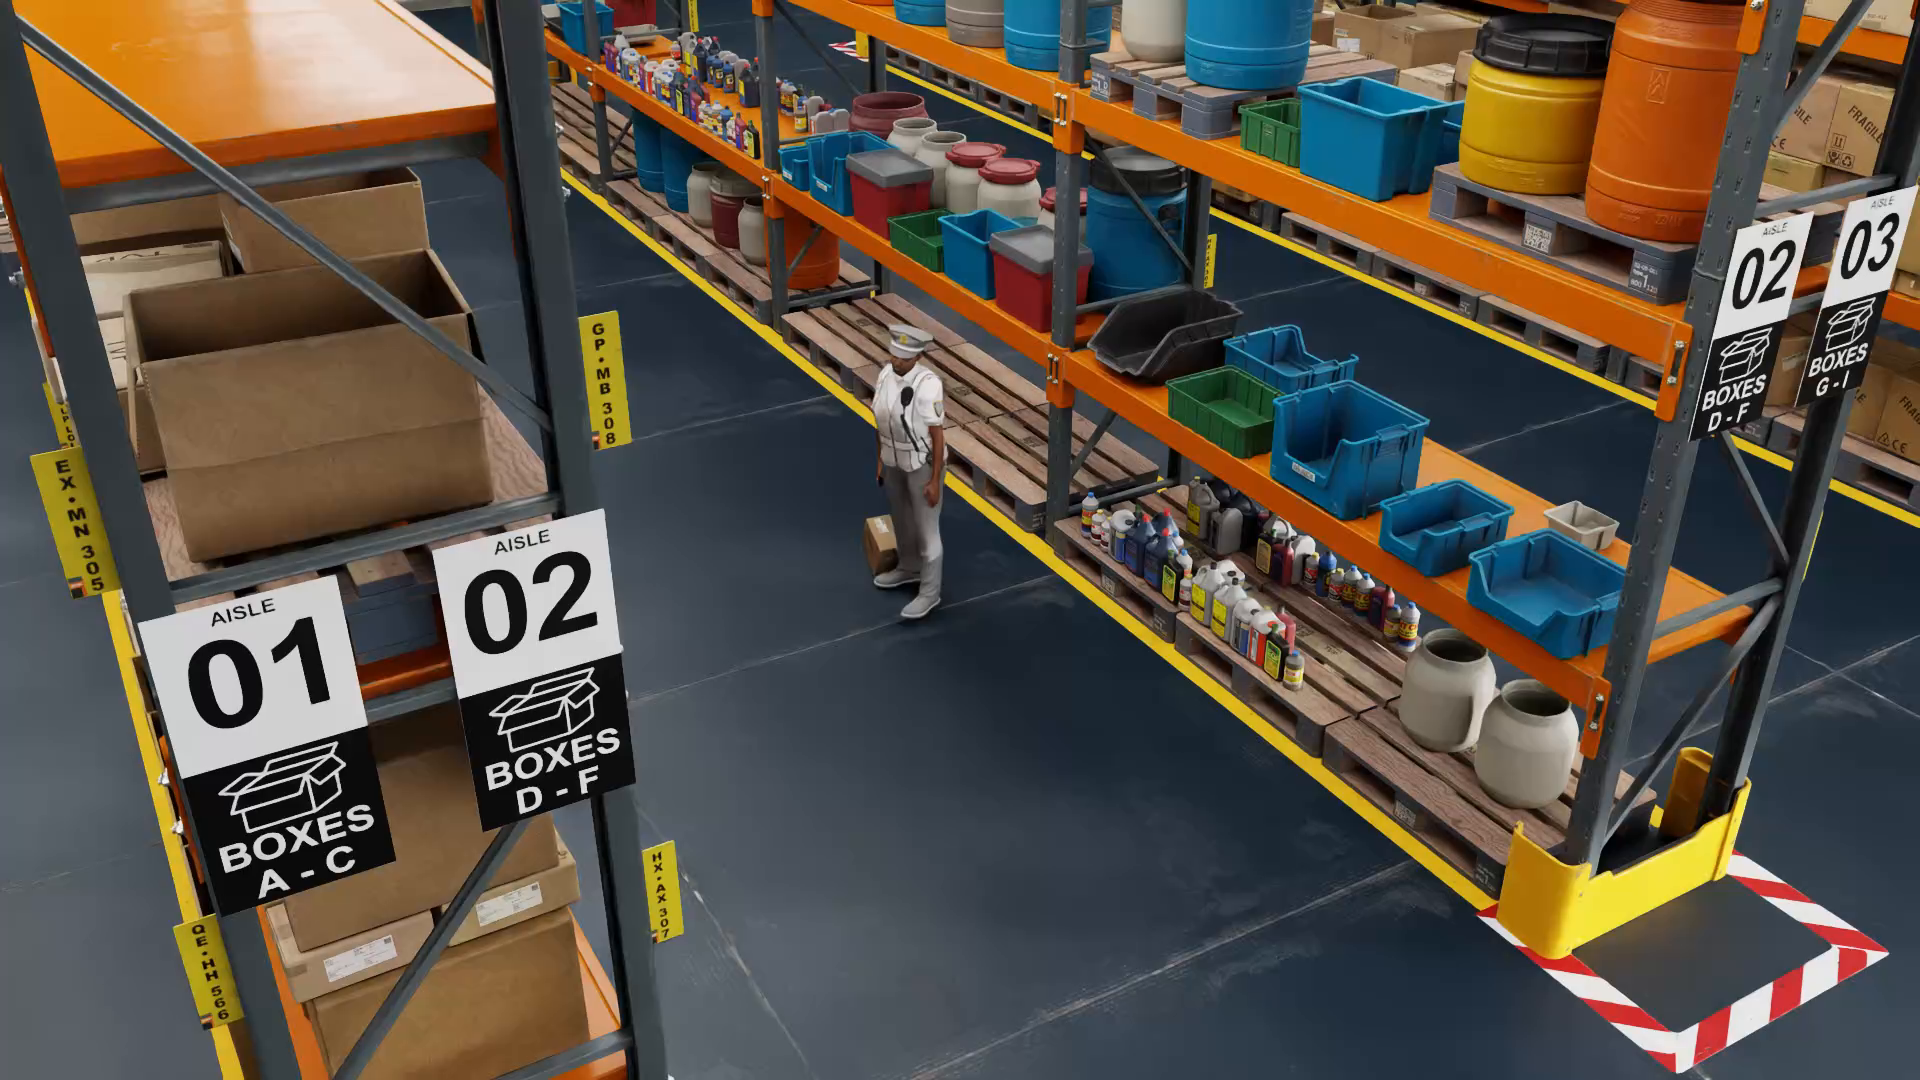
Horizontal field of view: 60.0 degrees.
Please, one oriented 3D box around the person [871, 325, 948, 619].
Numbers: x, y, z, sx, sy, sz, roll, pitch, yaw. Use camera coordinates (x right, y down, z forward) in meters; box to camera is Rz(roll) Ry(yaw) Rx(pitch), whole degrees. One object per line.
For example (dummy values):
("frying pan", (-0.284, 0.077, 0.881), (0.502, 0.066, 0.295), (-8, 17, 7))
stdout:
("person", (-0.297, -0.398, 9.201), (0.548, 1.683, 0.427), (25, 38, 37))
